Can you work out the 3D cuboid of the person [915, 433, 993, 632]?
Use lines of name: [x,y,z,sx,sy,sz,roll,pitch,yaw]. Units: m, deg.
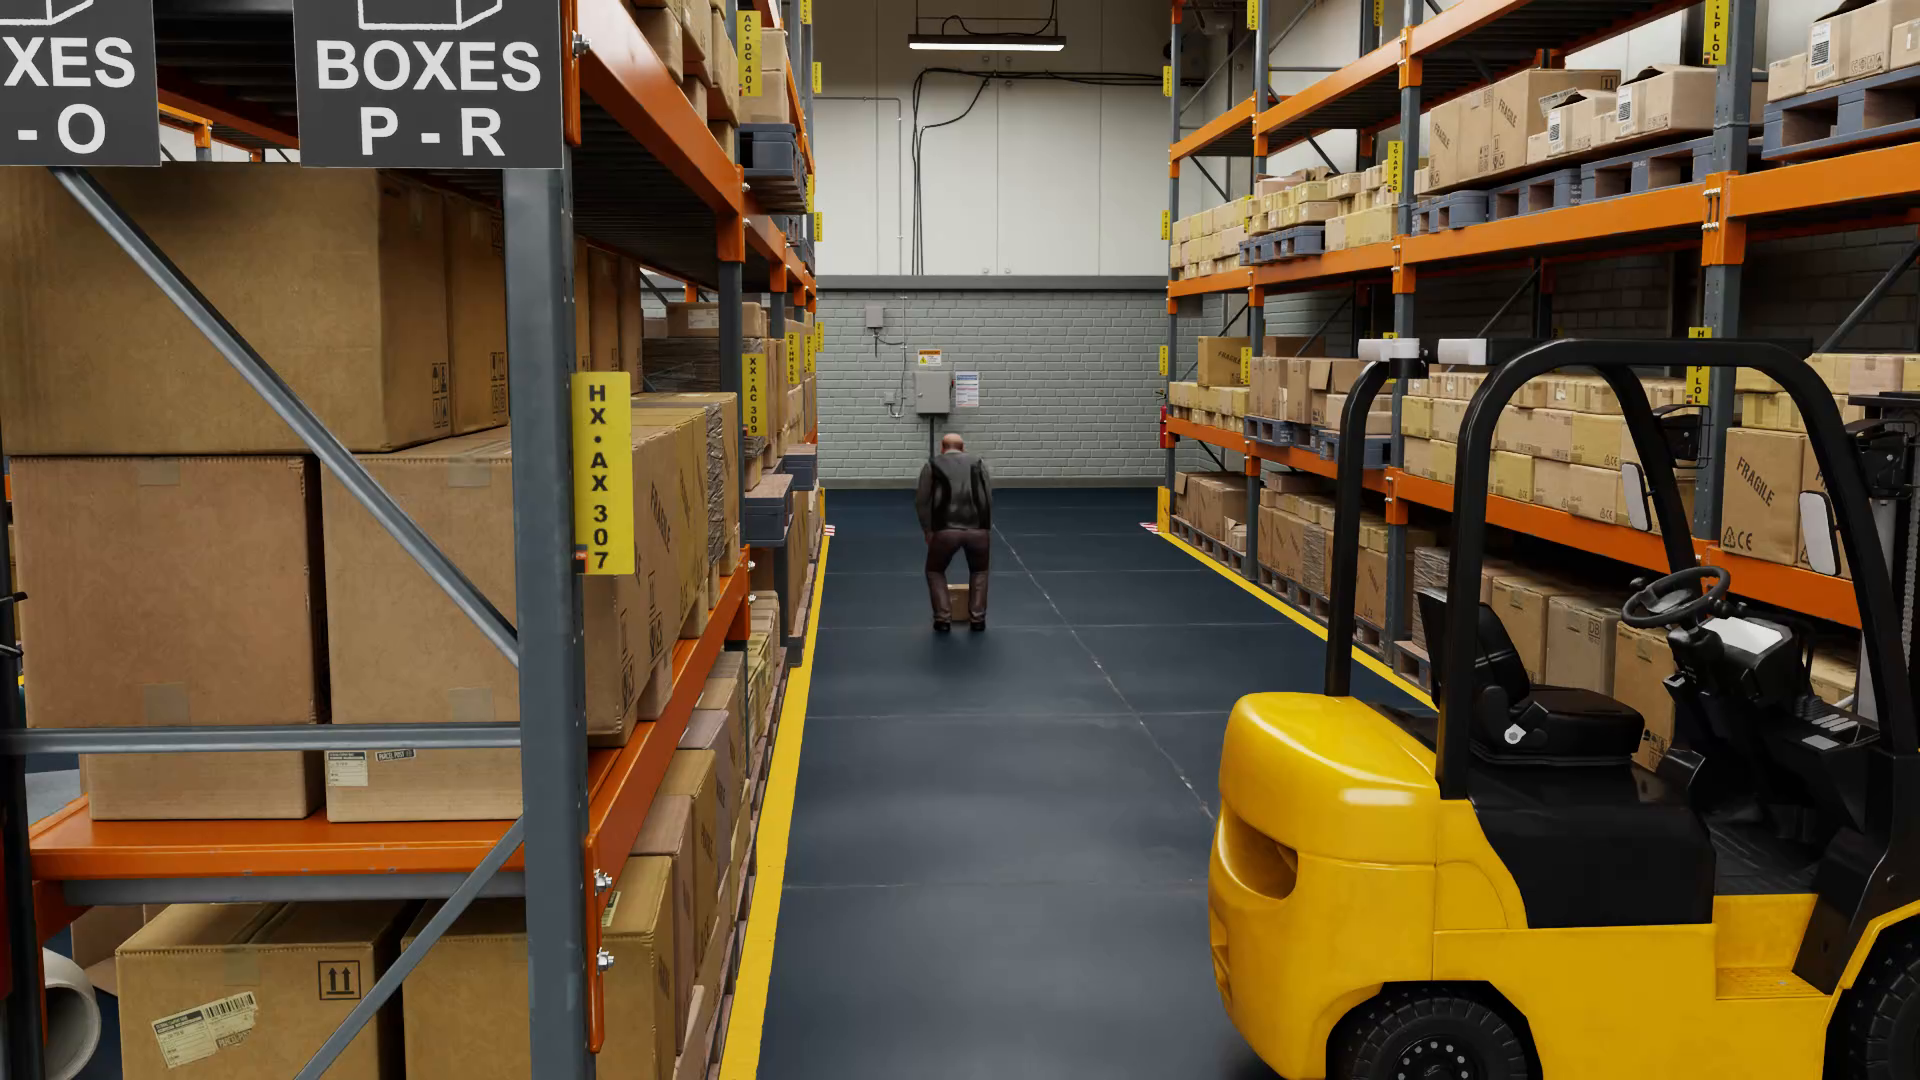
person: [-0.039,-0.055,12.461,0.590,1.455,0.670,0,7,-3]
